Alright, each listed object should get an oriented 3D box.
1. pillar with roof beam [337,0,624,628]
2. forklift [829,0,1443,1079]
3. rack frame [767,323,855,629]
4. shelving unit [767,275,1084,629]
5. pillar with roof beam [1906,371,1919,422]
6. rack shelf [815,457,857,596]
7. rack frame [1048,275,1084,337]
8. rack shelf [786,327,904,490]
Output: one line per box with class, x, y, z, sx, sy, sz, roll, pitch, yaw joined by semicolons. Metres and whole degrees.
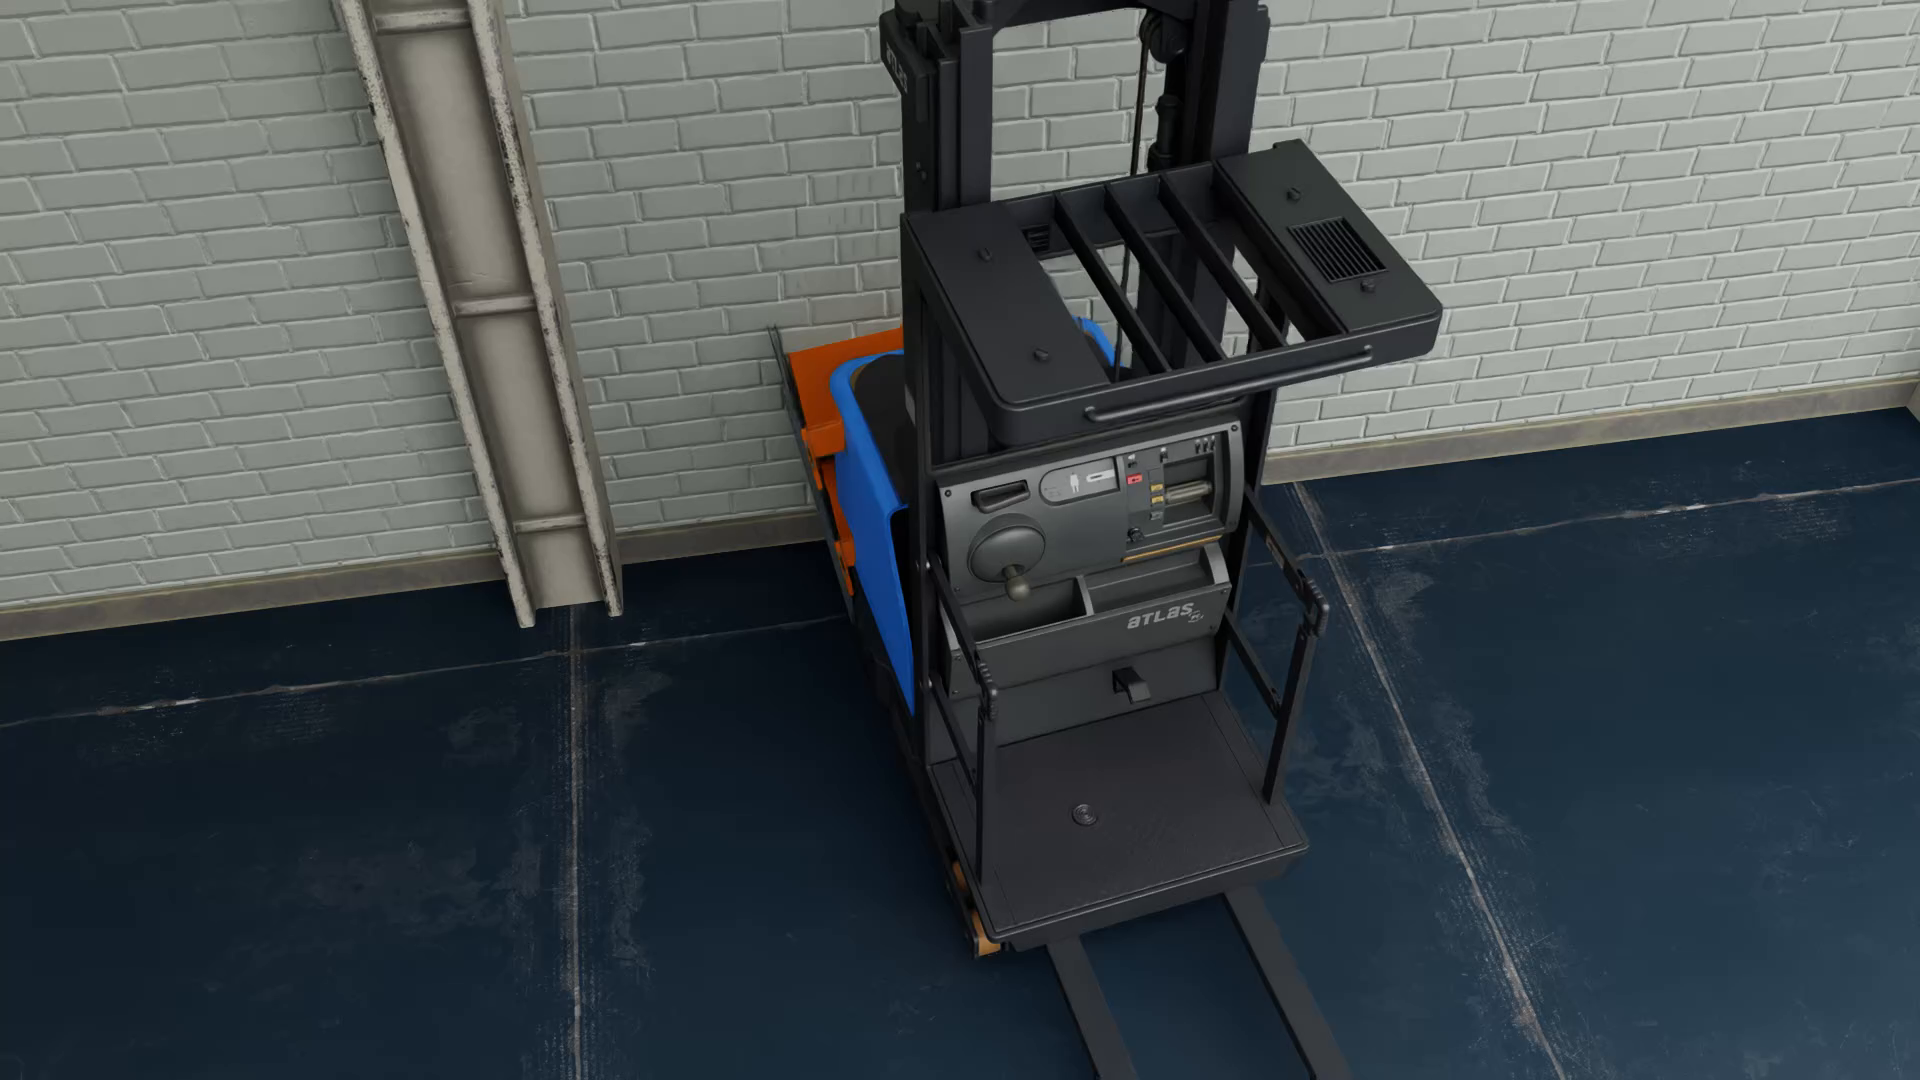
pillar with roof beam;-0.798;0.139;0.367;0.400;9.000;9.100;-7;46;-7
forklift;0.462;0.005;4.710;1.130;2.935;3.031;-13;48;-12
rack frame;-0.539;-0.227;6.176;0.032;1.125;0.500;-15;43;-3
shelving unit;-0.049;-0.361;6.200;1.048;1.125;0.538;-15;43;-3
pillar with roof beam;5.114;-0.598;1.077;0.400;9.000;9.100;-7;46;-7
rack shelf;-0.009;-0.186;6.365;1.000;0.278;0.538;-15;43;-3
rack frame;0.441;-0.496;6.224;0.032;1.125;0.500;-15;43;-3
rack shelf;-0.097;-0.572;6.002;1.000;0.278;0.538;-15;43;-3
